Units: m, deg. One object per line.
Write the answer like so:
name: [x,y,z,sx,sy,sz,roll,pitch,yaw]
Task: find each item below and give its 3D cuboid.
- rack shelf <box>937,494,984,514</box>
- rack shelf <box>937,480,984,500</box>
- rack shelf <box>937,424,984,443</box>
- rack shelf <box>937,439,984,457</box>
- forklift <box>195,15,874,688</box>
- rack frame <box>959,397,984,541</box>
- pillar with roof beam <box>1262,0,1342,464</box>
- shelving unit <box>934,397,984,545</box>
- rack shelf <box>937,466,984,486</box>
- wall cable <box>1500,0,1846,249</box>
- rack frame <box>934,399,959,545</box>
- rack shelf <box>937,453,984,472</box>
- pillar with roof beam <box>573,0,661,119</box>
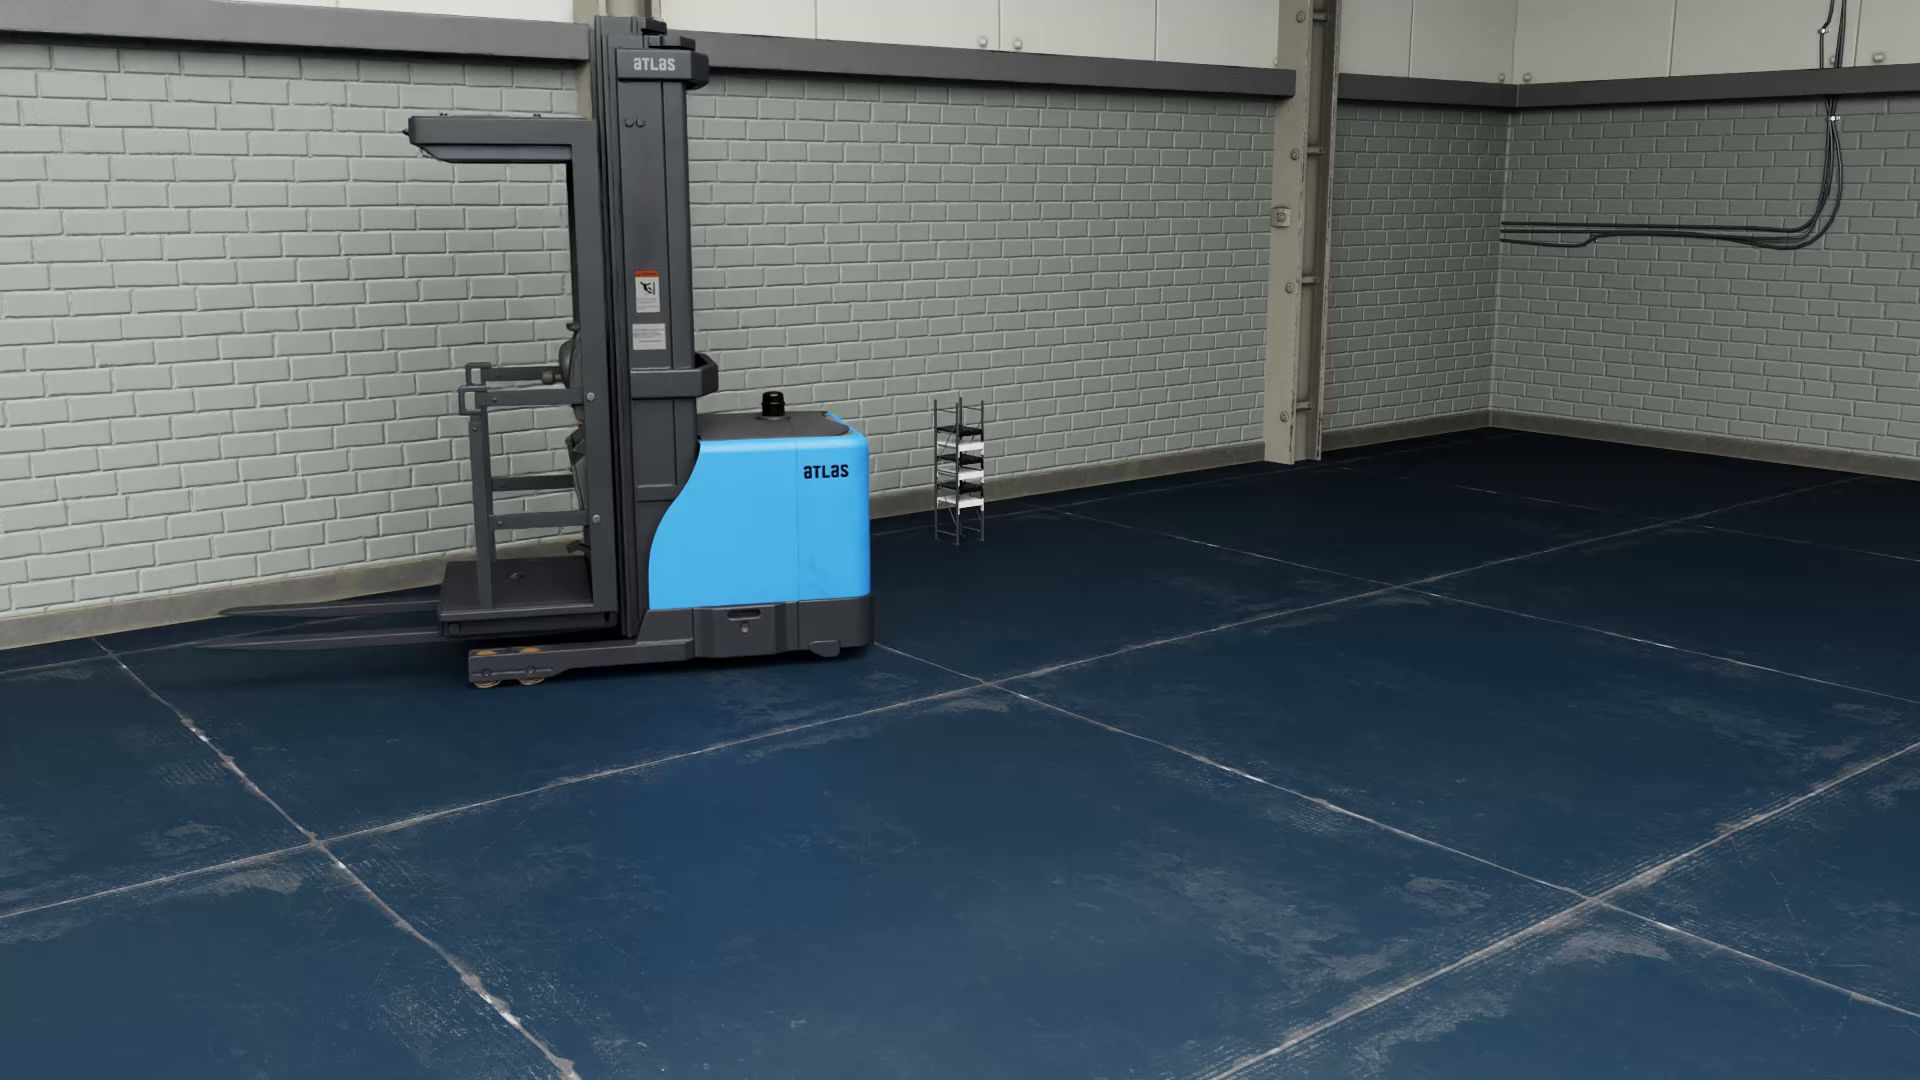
rack shelf: [-0.006,-0.230,10.575,0.200,0.077,0.258,-9,15,-38]
rack shelf: [-0.006,-0.318,10.556,0.200,0.077,0.258,-9,15,-38]
rack shelf: [-0.006,-0.671,10.481,0.200,0.077,0.258,-9,15,-38]
rack shelf: [-0.006,-0.583,10.500,0.200,0.077,0.258,-9,15,-38]
forklift: [-1.990,-0.889,7.757,3.031,2.935,1.130,-3,12,-14]
rack frame: [0.073,-0.452,10.592,0.006,0.900,0.240,-9,15,-38]
pillar with roof beam: [5.430,-4.368,9.534,0.400,9.000,9.100,-9,15,-38]
shelving unit: [-0.006,-0.439,10.530,0.210,0.900,0.258,-9,15,-38]
rack shelf: [-0.006,-0.407,10.537,0.200,0.077,0.258,-9,15,-38]
wall cable: [5.867,-3.715,13.935,0.112,2.526,3.097,-9,15,-38]
rack frame: [-0.086,-0.426,10.468,0.006,0.900,0.240,-9,15,-38]
rack shelf: [-0.006,-0.495,10.519,0.200,0.077,0.258,-9,15,-38]
pillar with roof beam: [0.745,-3.589,5.867,0.400,9.000,9.100,-9,15,-38]
